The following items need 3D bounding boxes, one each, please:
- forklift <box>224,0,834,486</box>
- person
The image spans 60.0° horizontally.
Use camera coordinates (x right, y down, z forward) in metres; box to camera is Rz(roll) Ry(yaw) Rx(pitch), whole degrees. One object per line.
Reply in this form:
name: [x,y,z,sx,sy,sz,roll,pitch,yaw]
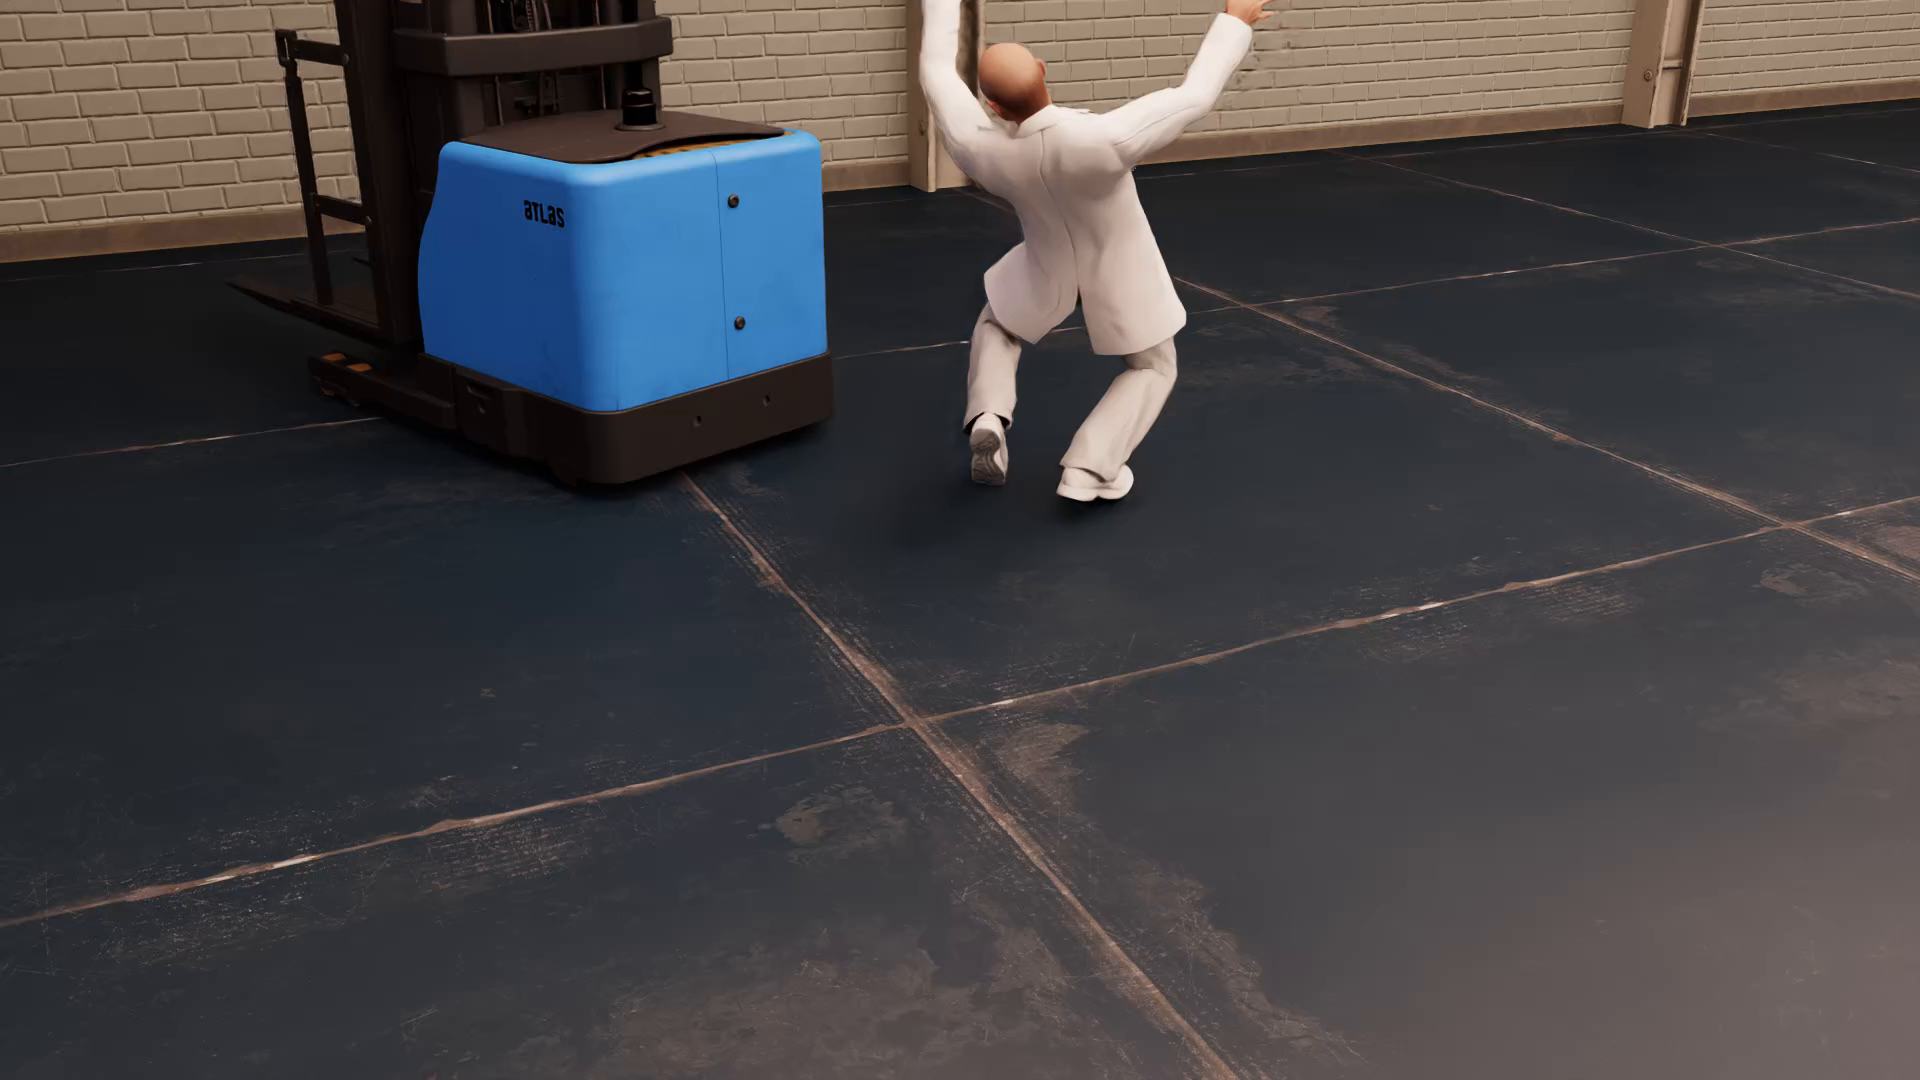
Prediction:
forklift: [-1.882,-1.990,6.077,3.031,2.935,1.130,19,29,39]
person: [0.359,-0.925,5.132,1.049,1.714,0.733,8,24,18]
